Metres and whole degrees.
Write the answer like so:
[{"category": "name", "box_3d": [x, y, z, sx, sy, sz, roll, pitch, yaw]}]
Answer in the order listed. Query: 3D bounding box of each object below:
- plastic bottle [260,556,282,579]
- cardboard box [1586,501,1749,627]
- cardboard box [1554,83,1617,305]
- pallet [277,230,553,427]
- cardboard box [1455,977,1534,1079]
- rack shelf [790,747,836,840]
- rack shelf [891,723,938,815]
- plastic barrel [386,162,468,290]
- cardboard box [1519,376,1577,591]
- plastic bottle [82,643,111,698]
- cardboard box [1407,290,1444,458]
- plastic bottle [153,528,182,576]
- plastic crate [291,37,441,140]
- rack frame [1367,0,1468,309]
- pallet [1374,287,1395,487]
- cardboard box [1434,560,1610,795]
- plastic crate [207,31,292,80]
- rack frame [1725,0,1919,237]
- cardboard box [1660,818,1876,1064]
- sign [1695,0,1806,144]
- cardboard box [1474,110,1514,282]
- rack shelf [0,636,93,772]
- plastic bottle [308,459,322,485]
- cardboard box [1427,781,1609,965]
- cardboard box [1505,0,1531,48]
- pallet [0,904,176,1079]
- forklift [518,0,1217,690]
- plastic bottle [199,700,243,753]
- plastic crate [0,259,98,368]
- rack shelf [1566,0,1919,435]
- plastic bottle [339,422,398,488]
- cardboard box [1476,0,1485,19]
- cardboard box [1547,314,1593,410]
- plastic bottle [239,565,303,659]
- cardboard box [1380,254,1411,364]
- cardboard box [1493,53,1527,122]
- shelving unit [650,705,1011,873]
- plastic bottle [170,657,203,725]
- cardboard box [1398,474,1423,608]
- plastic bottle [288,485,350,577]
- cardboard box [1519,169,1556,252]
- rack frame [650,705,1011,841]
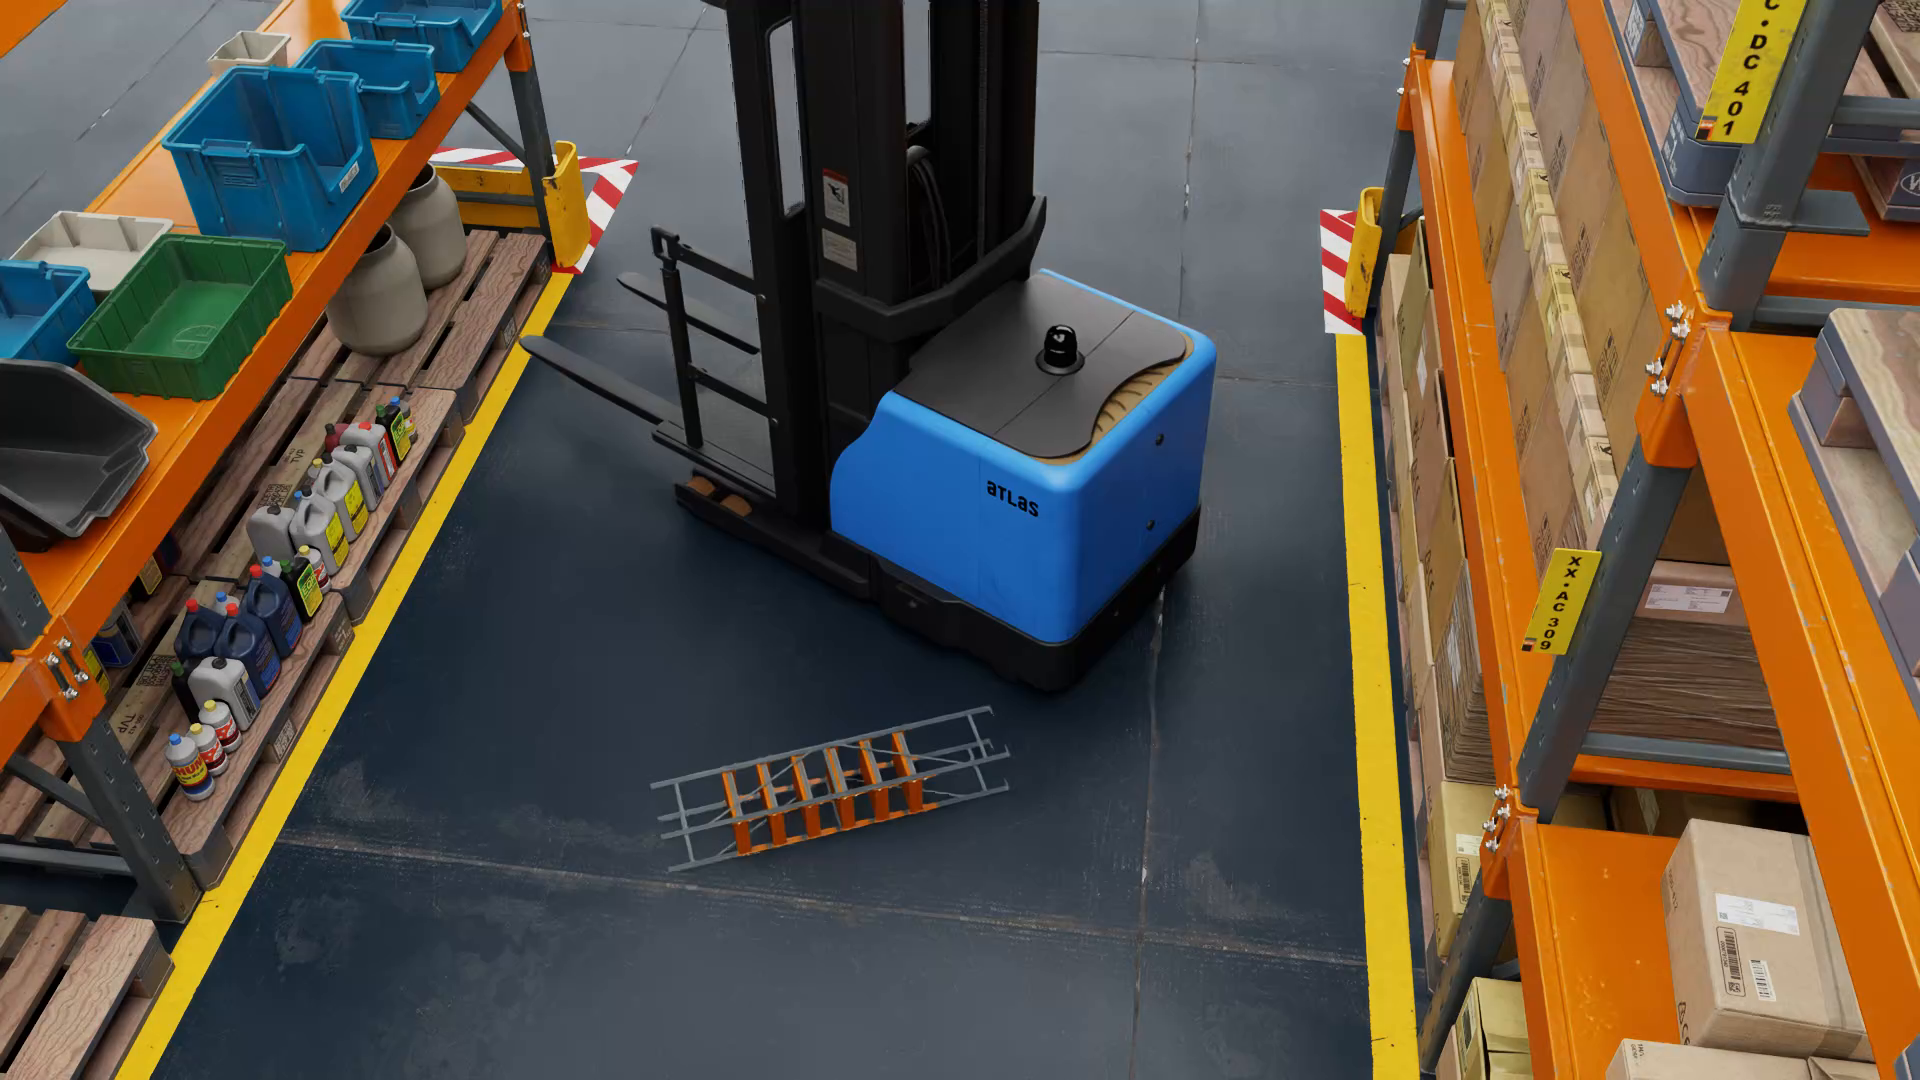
[{"category": "plastic bottle", "box_3d": [-2.487, 0.167, 6.056, 0.097, 0.271, 0.097, 0, 43, 0]}, {"category": "cardboard box", "box_3d": [1.721, 0.057, 3.964, 0.380, 0.149, 0.250, 5, 44, 5]}, {"category": "cardboard box", "box_3d": [2.082, -0.963, 4.569, 0.700, 0.500, 0.500, 5, 44, 5]}, {"category": "pallet", "box_3d": [-2.559, -1.024, 7.677, 1.003, 0.211, 1.213, 5, 44, 6]}, {"category": "cardboard box", "box_3d": [1.596, 1.435, 4.339, 0.500, 0.311, 0.500, 5, 44, 6]}, {"category": "rack shelf", "box_3d": [-0.507, 0.864, 5.696, 0.103, 0.180, 0.258, -12, 45, -12]}, {"category": "rack shelf", "box_3d": [-0.162, 0.792, 5.769, 0.103, 0.180, 0.258, -12, 45, -12]}, {"category": "plastic barrel", "box_3d": [-2.494, -1.439, 7.592, 0.421, 0.512, 0.421, 0, 43, 0]}, {"category": "cardboard box", "box_3d": [2.013, -0.166, 4.671, 0.700, 0.500, 0.500, 5, 44, 5]}, {"category": "plastic bottle", "box_3d": [-3.070, 0.431, 5.720, 0.144, 0.351, 0.185, 5, 44, 6]}, {"category": "cardboard box", "box_3d": [2.017, -0.591, 6.341, 0.500, 0.500, 0.500, 5, 44, 6]}, {"category": "plastic bottle", "box_3d": [-3.013, -0.010, 6.234, 0.061, 0.283, 0.133, 5, 44, 6]}, {"category": "plastic crate", "box_3d": [-2.344, -1.781, 6.557, 0.499, 0.251, 0.408, 5, 44, 6]}, {"category": "rack frame", "box_3d": [2.426, -2.193, 6.884, 1.000, 3.000, 0.127, 5, 44, 6]}, {"category": "pallet", "box_3d": [2.367, -0.655, 7.288, 1.003, 0.211, 1.213, 5, 44, 6]}, {"category": "cardboard box", "box_3d": [1.820, 0.432, 5.262, 0.500, 0.500, 0.500, 5, 44, 6]}, {"category": "plastic crate", "box_3d": [-2.920, -1.969, 6.840, 0.298, 0.136, 0.250, 5, 44, 6]}, {"category": "rack frame", "box_3d": [1.897, -1.645, 1.942, 1.000, 3.000, 0.127, 5, 44, 6]}, {"category": "cardboard box", "box_3d": [1.876, 0.928, 3.698, 0.500, 0.250, 0.500, 8, 44, 8]}, {"category": "sign", "box_3d": [1.347, -0.822, 2.821, 0.100, 0.325, 0.005, 5, 44, 6]}, {"category": "cardboard box", "box_3d": [2.216, -1.216, 5.779, 0.700, 0.500, 0.500, 6, 44, 6]}, {"category": "rack shelf", "box_3d": [-3.276, 1.705, 3.291, 1.077, 0.370, 4.000, 5, 44, 6]}, {"category": "plastic bottle", "box_3d": [-2.496, -0.232, 6.529, 0.097, 0.201, 0.097, 0, 43, 0]}, {"category": "cardboard box", "box_3d": [1.742, 1.044, 5.161, 0.500, 0.250, 0.500, 5, 44, 6]}, {"category": "cardboard box", "box_3d": [2.281, -1.988, 5.652, 0.700, 0.500, 0.500, 4, 44, 4]}, {"category": "pallet", "box_3d": [-3.077, 1.632, 4.873, 1.003, 0.211, 1.213, 5, 44, 6]}, {"category": "forklift", "box_3d": [-0.546, -1.345, 6.038, 3.031, 2.935, 1.130, 27, 50, 26]}, {"category": "plastic bottle", "box_3d": [-2.508, 0.621, 5.628, 0.097, 0.201, 0.097, 0, 43, 0]}, {"category": "plastic crate", "box_3d": [-3.135, -0.644, 5.357, 0.499, 0.251, 0.616, 5, 44, 6]}, {"category": "rack shelf", "box_3d": [2.162, -1.657, 4.660, 1.077, 0.370, 4.000, 5, 44, 6]}, {"category": "plastic bottle", "box_3d": [-2.352, -0.355, 6.605, 0.152, 0.276, 0.135, 6, 44, 6]}, {"category": "cardboard box", "box_3d": [2.129, -2.036, 6.174, 0.380, 0.149, 0.250, 4, 44, 4]}, {"category": "cardboard box", "box_3d": [1.822, -0.469, 4.519, 0.380, 0.149, 0.250, 5, 44, 5]}, {"category": "plastic bottle", "box_3d": [-2.469, 0.242, 5.920, 0.144, 0.351, 0.185, 4, 44, 4]}, {"category": "cardboard box", "box_3d": [2.135, -1.001, 7.320, 0.500, 0.250, 0.500, 5, 44, 6]}, {"category": "cardboard box", "box_3d": [2.026, -1.513, 5.622, 0.380, 0.149, 0.250, 4, 44, 4]}, {"category": "shelving unit", "box_3d": [-0.435, 0.849, 5.711, 1.200, 0.189, 0.258, -12, 45, -12]}, {"category": "plastic bottle", "box_3d": [-2.625, 0.498, 5.698, 0.061, 0.283, 0.133, 5, 44, 6]}, {"category": "cardboard box", "box_3d": [1.935, 0.021, 6.241, 0.500, 0.250, 0.500, 5, 44, 6]}, {"category": "plastic bottle", "box_3d": [-2.413, -0.048, 6.226, 0.144, 0.351, 0.185, 5, 44, 5]}, {"category": "cardboard box", "box_3d": [1.923, -0.990, 5.069, 0.380, 0.149, 0.250, 7, 44, 7]}, {"category": "rack frame", "box_3d": [-0.435, 0.783, 5.648, 1.200, 0.006, 0.240, -12, 45, -12]}]
